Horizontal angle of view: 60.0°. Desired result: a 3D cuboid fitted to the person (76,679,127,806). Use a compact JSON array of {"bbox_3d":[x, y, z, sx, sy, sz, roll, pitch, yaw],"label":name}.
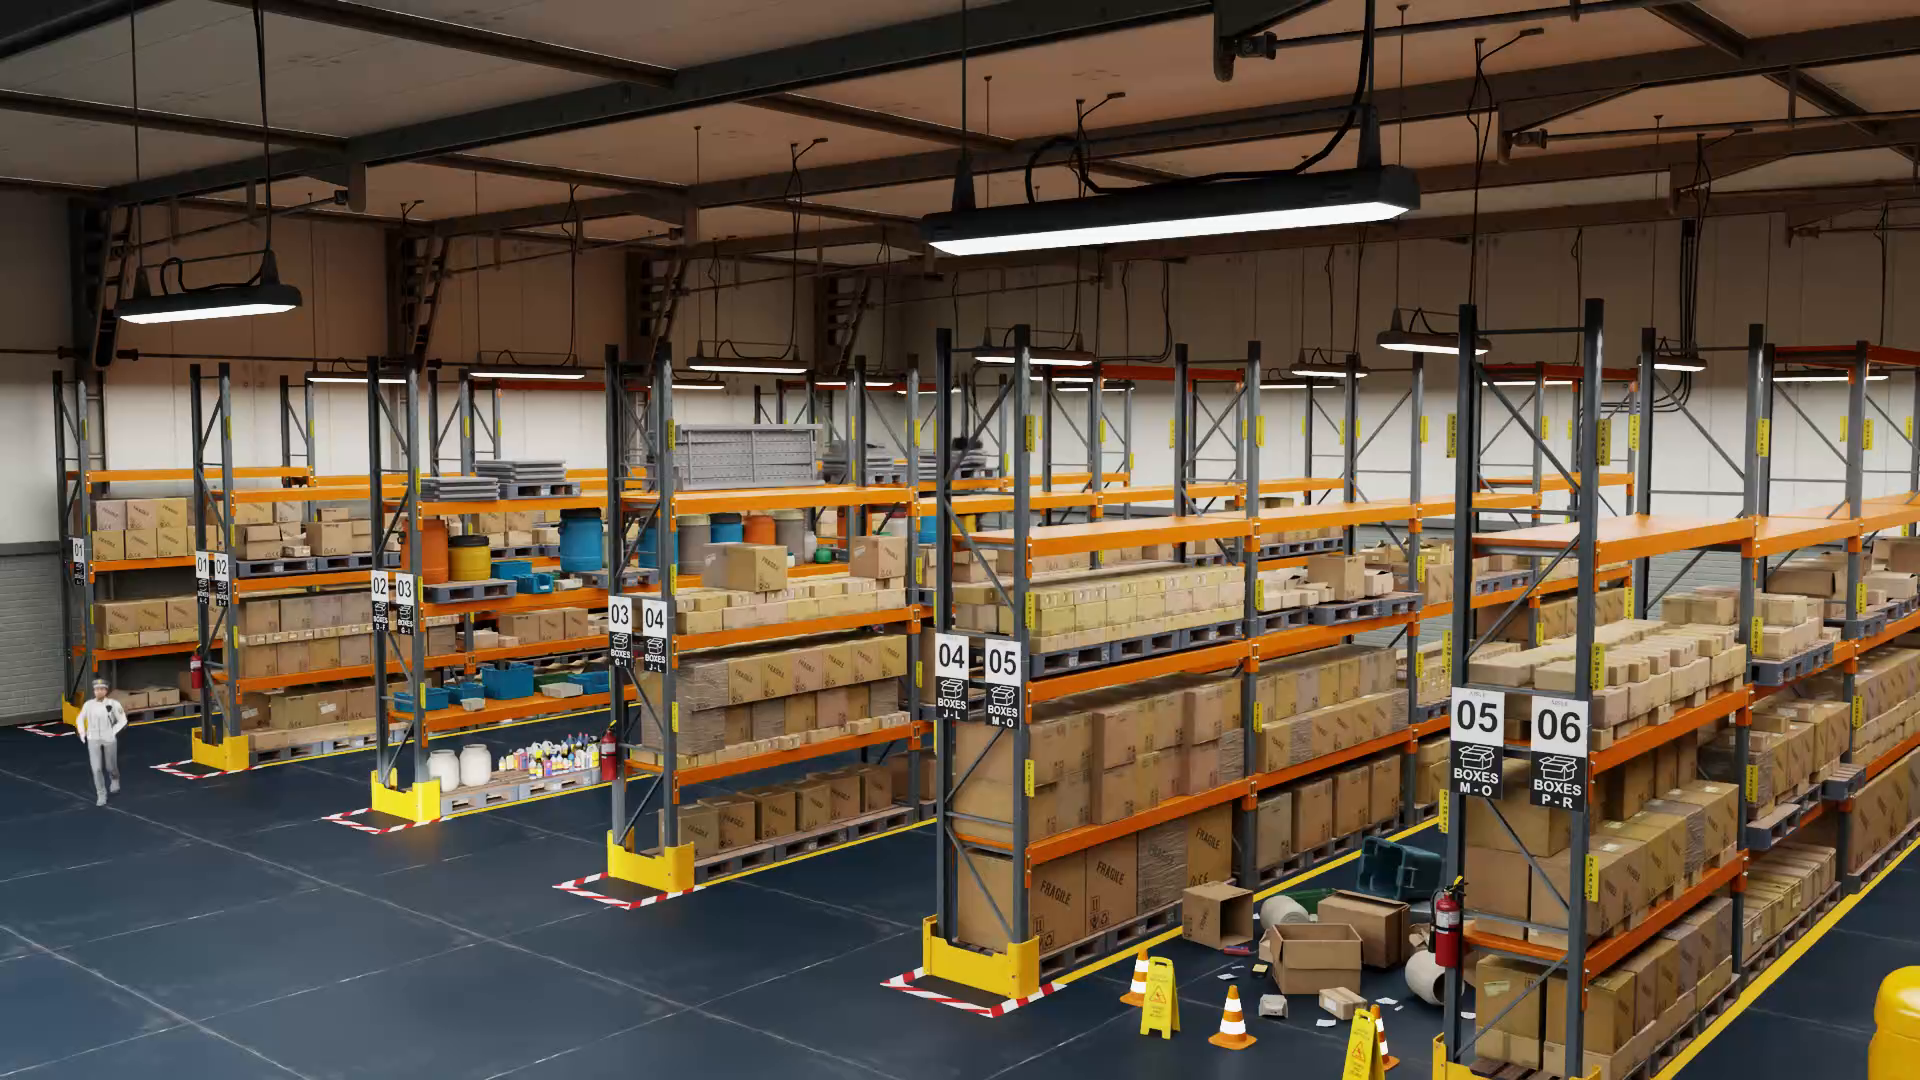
[{"bbox_3d":[-11.627,2.706,22.536,0.640,1.681,0.688,-1,4,-18],"label":"person"}]
